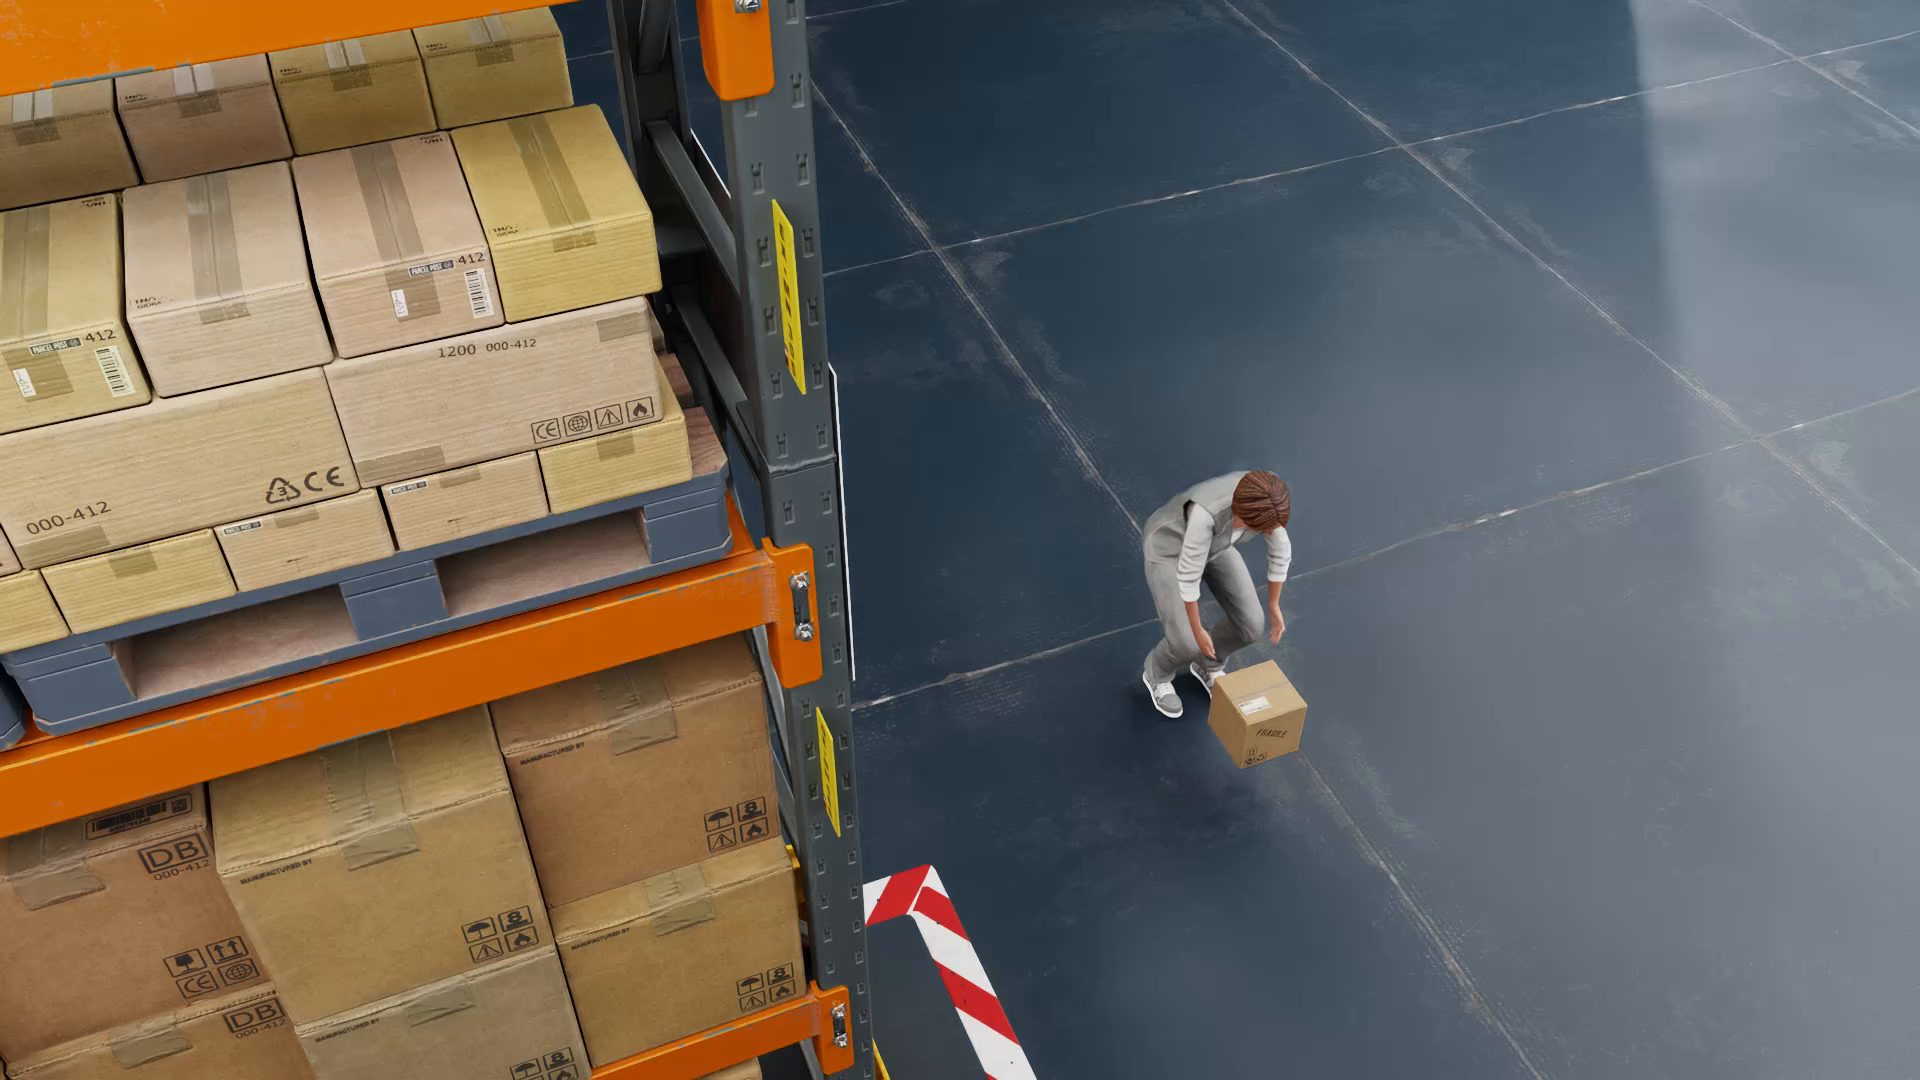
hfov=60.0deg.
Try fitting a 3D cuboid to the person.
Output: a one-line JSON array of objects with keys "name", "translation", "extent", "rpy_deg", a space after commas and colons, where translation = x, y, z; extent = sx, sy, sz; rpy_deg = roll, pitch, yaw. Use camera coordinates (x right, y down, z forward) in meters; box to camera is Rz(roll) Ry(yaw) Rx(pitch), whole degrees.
[{"name": "person", "translation": [0.962, 0.143, 6.248], "extent": [0.463, 1.284, 0.654], "rpy_deg": [-15, 45, -16]}]
